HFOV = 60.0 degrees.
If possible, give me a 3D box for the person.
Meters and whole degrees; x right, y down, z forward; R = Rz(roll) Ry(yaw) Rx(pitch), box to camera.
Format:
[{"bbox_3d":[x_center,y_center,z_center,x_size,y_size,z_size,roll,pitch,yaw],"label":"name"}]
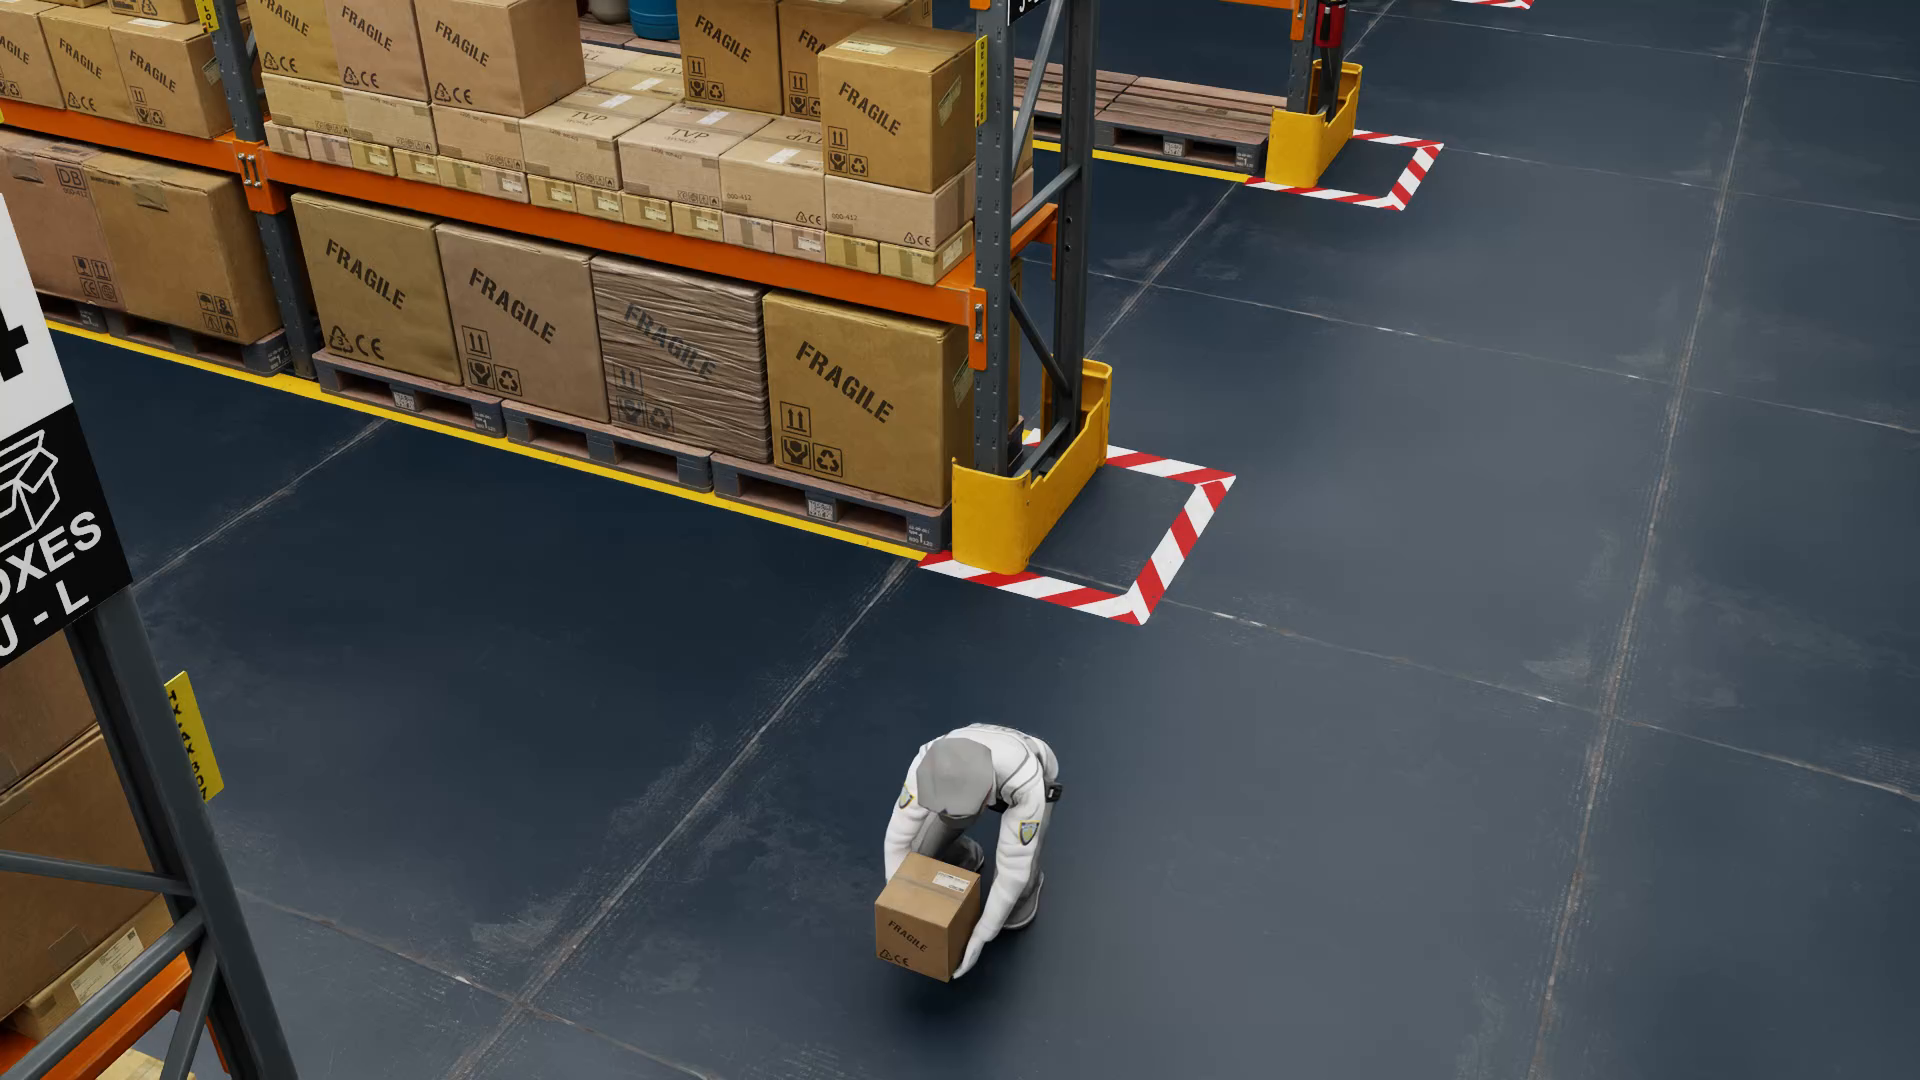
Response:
[{"bbox_3d":[0.058,0.901,5.440,0.501,0.961,0.823,14,37,20],"label":"person"}]
